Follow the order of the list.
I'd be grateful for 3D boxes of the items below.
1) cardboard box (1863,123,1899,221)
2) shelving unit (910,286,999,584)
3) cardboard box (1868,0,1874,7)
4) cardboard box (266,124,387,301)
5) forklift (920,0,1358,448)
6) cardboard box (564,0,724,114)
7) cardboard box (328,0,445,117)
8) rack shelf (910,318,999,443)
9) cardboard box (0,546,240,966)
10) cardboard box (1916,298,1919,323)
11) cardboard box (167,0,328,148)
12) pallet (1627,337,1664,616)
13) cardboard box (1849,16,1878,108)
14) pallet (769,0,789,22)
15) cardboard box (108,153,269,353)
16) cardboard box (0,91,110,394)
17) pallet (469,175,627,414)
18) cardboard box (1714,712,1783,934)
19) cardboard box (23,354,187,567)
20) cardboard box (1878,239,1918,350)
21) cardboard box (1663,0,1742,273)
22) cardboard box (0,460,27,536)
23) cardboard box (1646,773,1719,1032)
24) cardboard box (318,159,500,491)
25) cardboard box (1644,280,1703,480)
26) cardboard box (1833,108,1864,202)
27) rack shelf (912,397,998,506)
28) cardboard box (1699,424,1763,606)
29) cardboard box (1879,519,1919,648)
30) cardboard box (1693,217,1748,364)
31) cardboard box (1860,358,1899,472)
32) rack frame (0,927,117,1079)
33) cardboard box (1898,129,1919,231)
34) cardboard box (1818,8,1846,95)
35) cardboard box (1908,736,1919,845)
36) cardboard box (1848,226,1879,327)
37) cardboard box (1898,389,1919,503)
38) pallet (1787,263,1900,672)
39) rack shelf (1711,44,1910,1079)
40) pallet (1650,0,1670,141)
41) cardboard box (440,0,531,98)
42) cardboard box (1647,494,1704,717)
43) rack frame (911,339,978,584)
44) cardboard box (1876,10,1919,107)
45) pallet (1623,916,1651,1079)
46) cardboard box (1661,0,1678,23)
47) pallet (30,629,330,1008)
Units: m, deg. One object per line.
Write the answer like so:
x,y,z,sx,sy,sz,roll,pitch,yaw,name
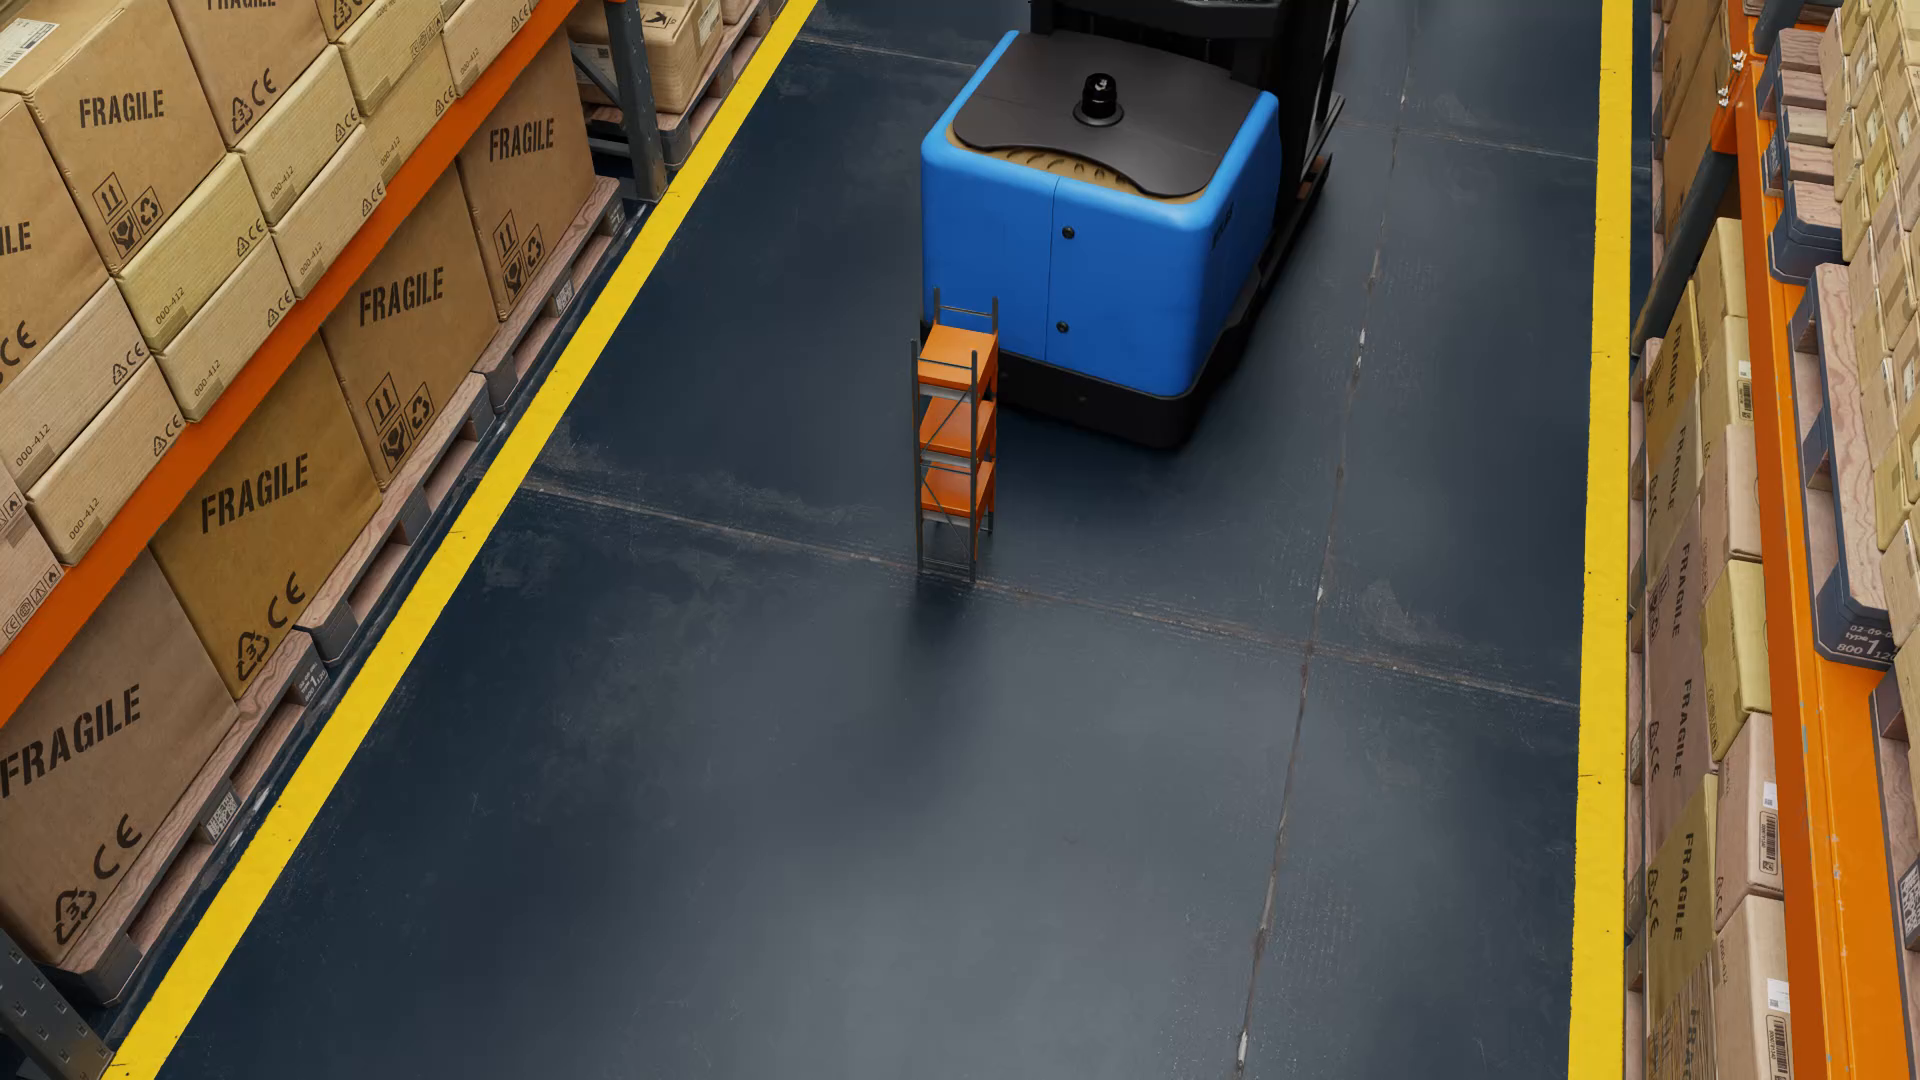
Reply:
2.542,-0.909,4.241,0.380,0.149,0.250,12,50,10,cardboard box
-0.014,-0.309,5.322,0.215,1.050,0.252,12,50,10,shelving unit
2.756,-1.591,4.645,0.380,0.149,0.250,12,50,10,cardboard box
-1.993,-0.967,4.703,0.500,0.250,0.500,11,49,9,cardboard box
0.915,-2.422,5.933,1.130,2.935,3.031,19,51,16,forklift
-1.578,-2.218,7.179,0.950,0.372,0.625,9,49,7,cardboard box
-1.865,-1.511,4.850,0.500,0.250,0.500,10,49,9,cardboard box
-0.014,-0.489,5.117,0.215,0.259,0.240,12,50,10,rack shelf
-2.703,0.452,4.488,0.875,0.875,0.875,13,50,11,cardboard box
2.343,-0.464,3.649,0.380,0.149,0.250,11,49,10,cardboard box
-2.025,-1.385,4.238,0.500,0.500,0.500,11,49,9,cardboard box
2.858,-0.150,5.742,1.003,0.211,1.213,12,50,10,pallet
2.675,-1.286,4.573,0.380,0.149,0.250,14,50,12,cardboard box
-1.206,-3.063,8.313,1.003,0.211,1.213,12,50,10,pallet
-2.133,-0.769,4.195,0.500,0.250,0.500,12,50,11,cardboard box
-2.289,-0.647,3.587,0.500,0.500,0.500,11,50,10,cardboard box
-2.017,-1.063,6.548,1.003,0.211,1.213,12,50,10,pallet
2.113,0.738,3.985,0.500,0.250,0.500,14,50,12,cardboard box
-2.284,-0.239,4.061,0.500,0.250,0.500,10,49,9,cardboard box
2.407,-0.550,3.924,0.380,0.149,0.250,11,50,10,cardboard box
3.313,-1.455,6.254,1.050,0.750,0.750,11,49,10,cardboard box
-2.402,-0.027,3.540,0.500,0.250,0.500,10,49,9,cardboard box
2.100,0.988,4.265,0.500,0.500,0.500,11,49,9,cardboard box
-2.237,-0.850,5.637,0.875,0.875,0.875,12,50,10,cardboard box
2.633,-0.488,5.567,0.500,0.500,0.500,10,49,8,cardboard box
2.612,-1.021,4.538,0.380,0.149,0.250,14,50,12,cardboard box
-0.014,-0.302,5.330,0.215,0.259,0.240,12,50,10,rack shelf
2.374,-0.025,4.658,0.500,0.250,0.500,12,50,10,cardboard box
2.195,0.122,3.529,0.380,0.149,0.250,10,49,8,cardboard box
2.650,-0.747,5.295,0.500,0.250,0.500,10,49,8,cardboard box
2.336,-0.263,3.869,0.380,0.149,0.250,10,49,9,cardboard box
-2.789,0.352,3.439,1.000,3.000,0.127,12,50,10,rack frame
2.480,-0.836,3.977,0.380,0.149,0.250,14,50,12,cardboard box
2.753,-1.410,4.881,0.380,0.149,0.250,11,49,10,cardboard box
2.061,0.505,3.191,0.380,0.149,0.250,11,50,10,cardboard box
2.474,-0.632,4.195,0.380,0.149,0.250,13,50,11,cardboard box
2.270,-0.180,3.597,0.380,0.149,0.250,12,50,10,cardboard box
2.584,-0.134,3.996,1.003,0.211,1.213,12,50,10,pallet
2.539,0.047,4.188,1.077,0.370,4.000,12,50,10,rack shelf
3.669,-2.150,7.507,1.003,0.211,1.213,12,50,10,pallet
-1.739,-1.702,5.352,0.500,0.250,0.500,12,50,11,cardboard box
2.374,0.248,4.917,0.500,0.500,0.500,10,49,9,cardboard box
-0.046,-0.220,5.244,0.200,1.050,0.008,12,50,10,rack frame
2.620,-1.223,4.319,0.380,0.149,0.250,11,50,10,cardboard box
2.216,1.615,4.184,1.003,0.211,1.213,12,50,10,pallet
3.784,-2.762,7.407,1.050,0.750,0.750,12,50,10,cardboard box
-2.659,0.701,4.990,1.003,0.211,1.213,12,50,10,pallet
